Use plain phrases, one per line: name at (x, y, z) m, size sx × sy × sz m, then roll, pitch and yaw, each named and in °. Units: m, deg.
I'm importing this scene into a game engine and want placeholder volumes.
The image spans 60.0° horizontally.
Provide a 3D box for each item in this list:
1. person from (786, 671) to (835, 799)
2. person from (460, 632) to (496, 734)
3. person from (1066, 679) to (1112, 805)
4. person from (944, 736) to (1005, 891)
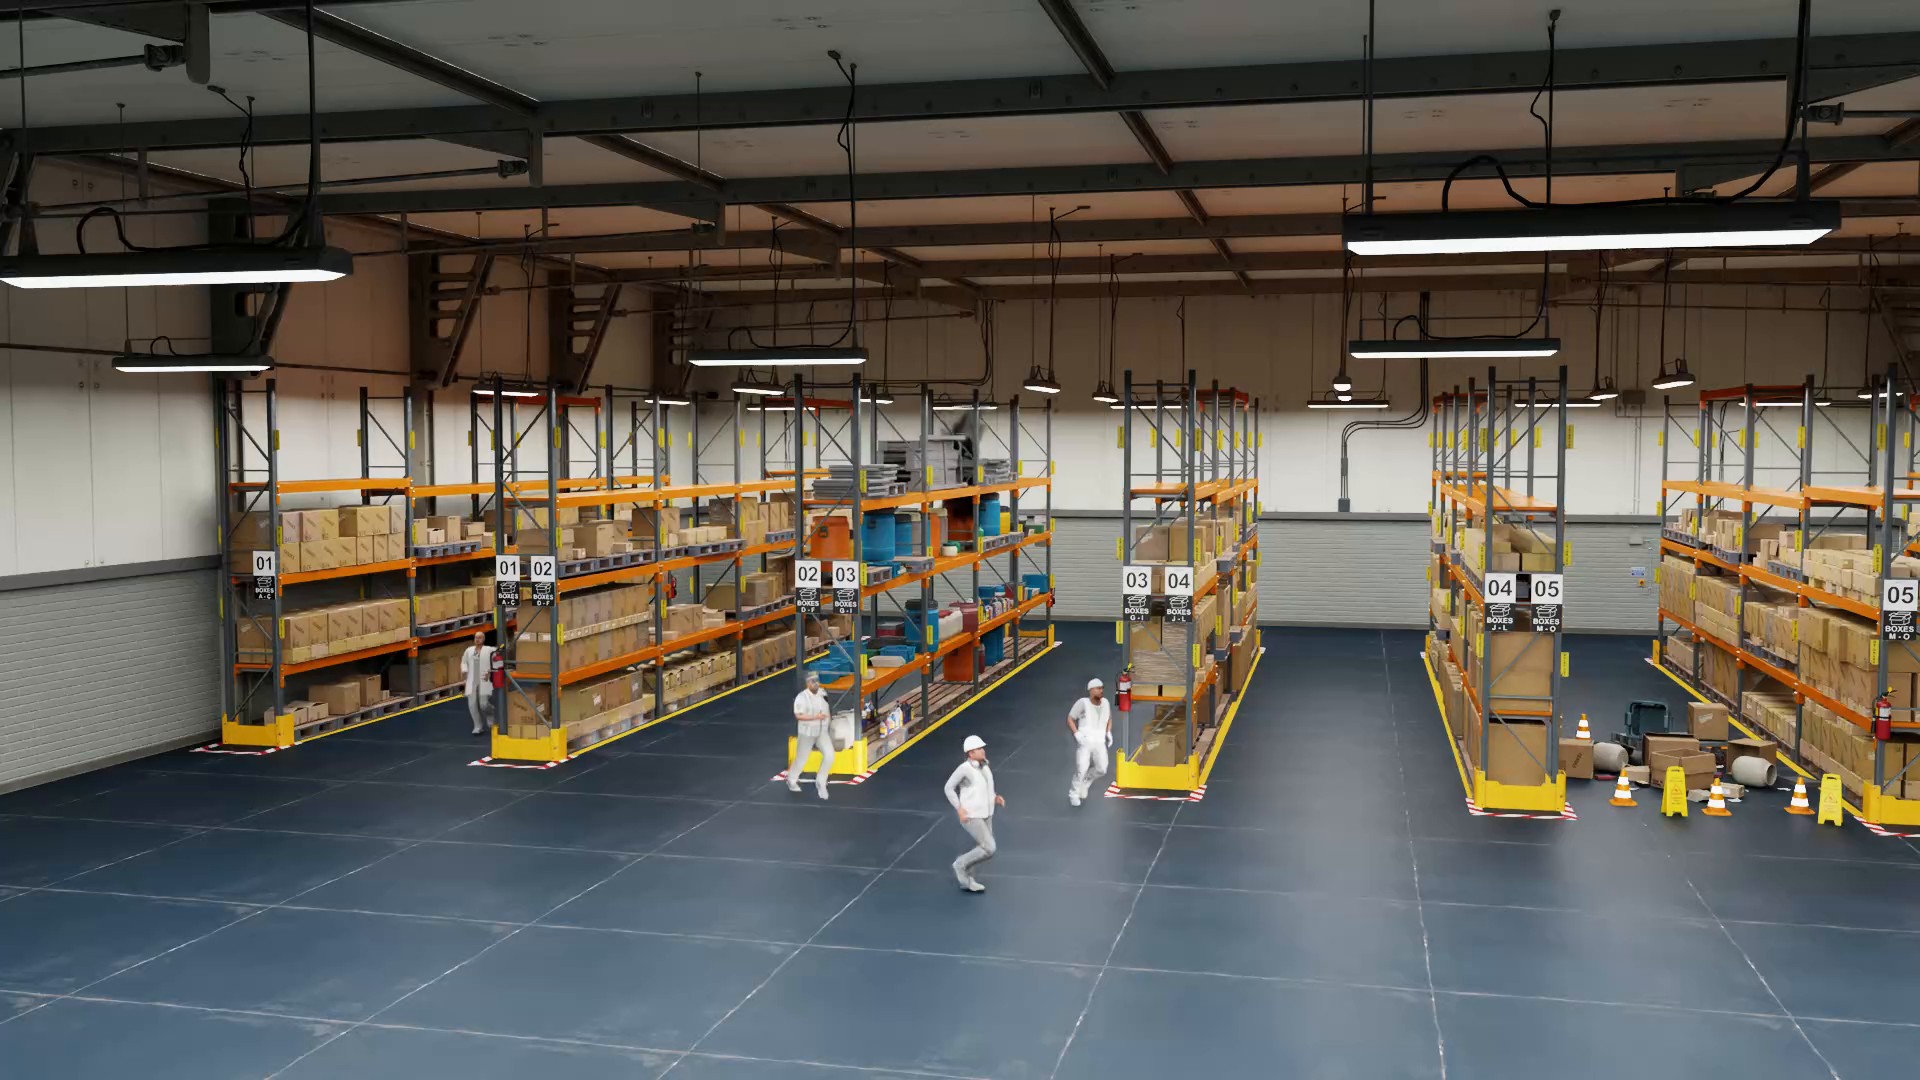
person at (-2.060, 2.726, 23.341) m, size 0.675 × 1.830 × 0.907 m, roll -2°, pitch 4°, yaw -36°
person at (-8.216, 2.429, 28.442) m, size 0.707 × 1.724 × 0.668 m, roll 0°, pitch 3°, yaw 3°
person at (1.837, 2.772, 22.860) m, size 0.742 × 1.719 × 0.522 m, roll -1°, pitch 4°, yaw -22°
person at (0.220, 3.031, 18.363) m, size 0.575 × 1.728 × 0.649 m, roll 2°, pitch 4°, yaw 33°
